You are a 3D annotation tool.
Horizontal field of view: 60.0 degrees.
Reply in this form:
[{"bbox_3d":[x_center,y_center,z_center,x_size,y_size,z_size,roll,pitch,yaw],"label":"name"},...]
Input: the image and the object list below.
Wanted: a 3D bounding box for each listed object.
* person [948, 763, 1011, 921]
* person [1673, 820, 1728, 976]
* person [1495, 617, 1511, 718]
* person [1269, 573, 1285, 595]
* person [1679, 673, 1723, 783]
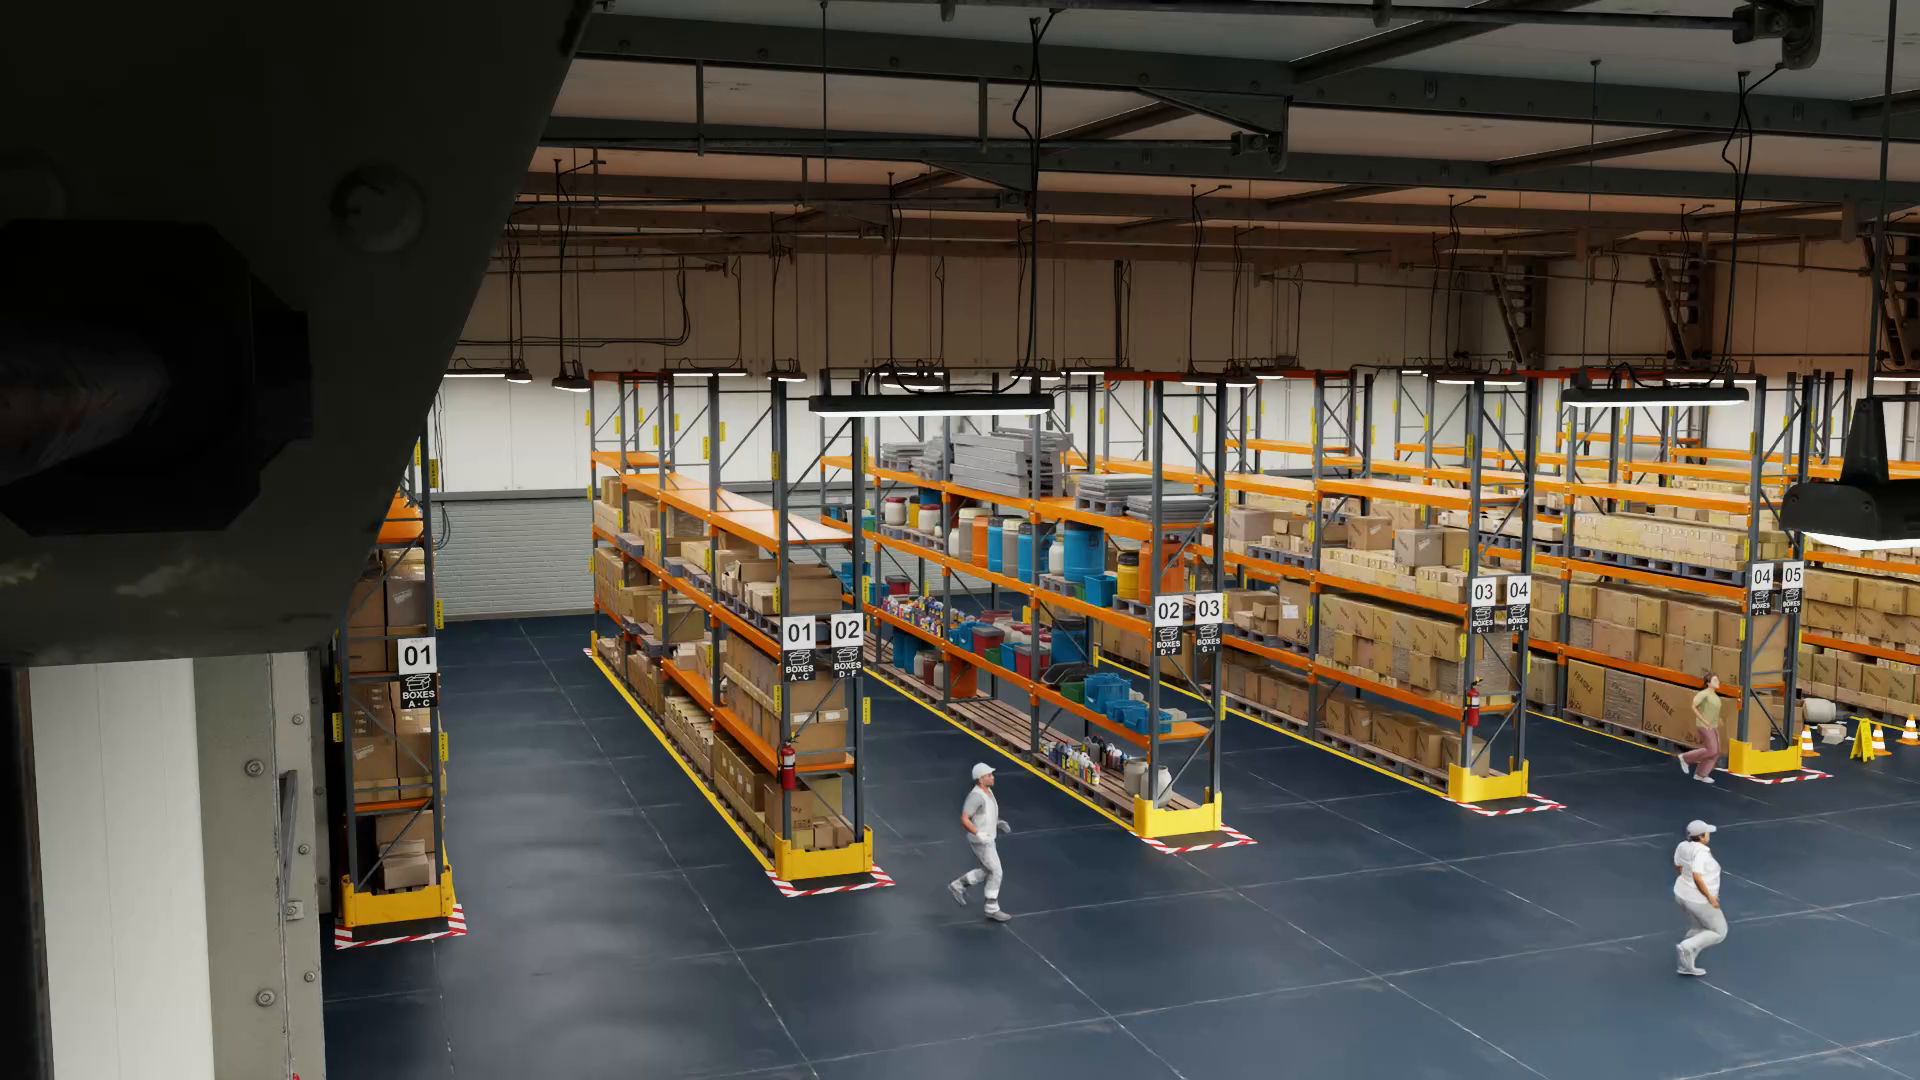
[{"bbox_3d":[0.206,3.373,18.669,0.756,1.769,0.680,1,7,13],"label":"person"},{"bbox_3d":[7.516,3.647,16.926,0.547,1.624,0.607,-1,6,-7],"label":"person"},{"bbox_3d":[9.311,2.192,29.193,0.700,1.762,0.957,-3,7,-28],"label":"person"},{"bbox_3d":[6.816,1.568,35.148,0.659,1.742,0.882,-2,7,-16],"label":"person"},{"bbox_3d":[11.093,2.773,24.773,0.597,1.617,0.550,-5,8,-40],"label":"person"}]
